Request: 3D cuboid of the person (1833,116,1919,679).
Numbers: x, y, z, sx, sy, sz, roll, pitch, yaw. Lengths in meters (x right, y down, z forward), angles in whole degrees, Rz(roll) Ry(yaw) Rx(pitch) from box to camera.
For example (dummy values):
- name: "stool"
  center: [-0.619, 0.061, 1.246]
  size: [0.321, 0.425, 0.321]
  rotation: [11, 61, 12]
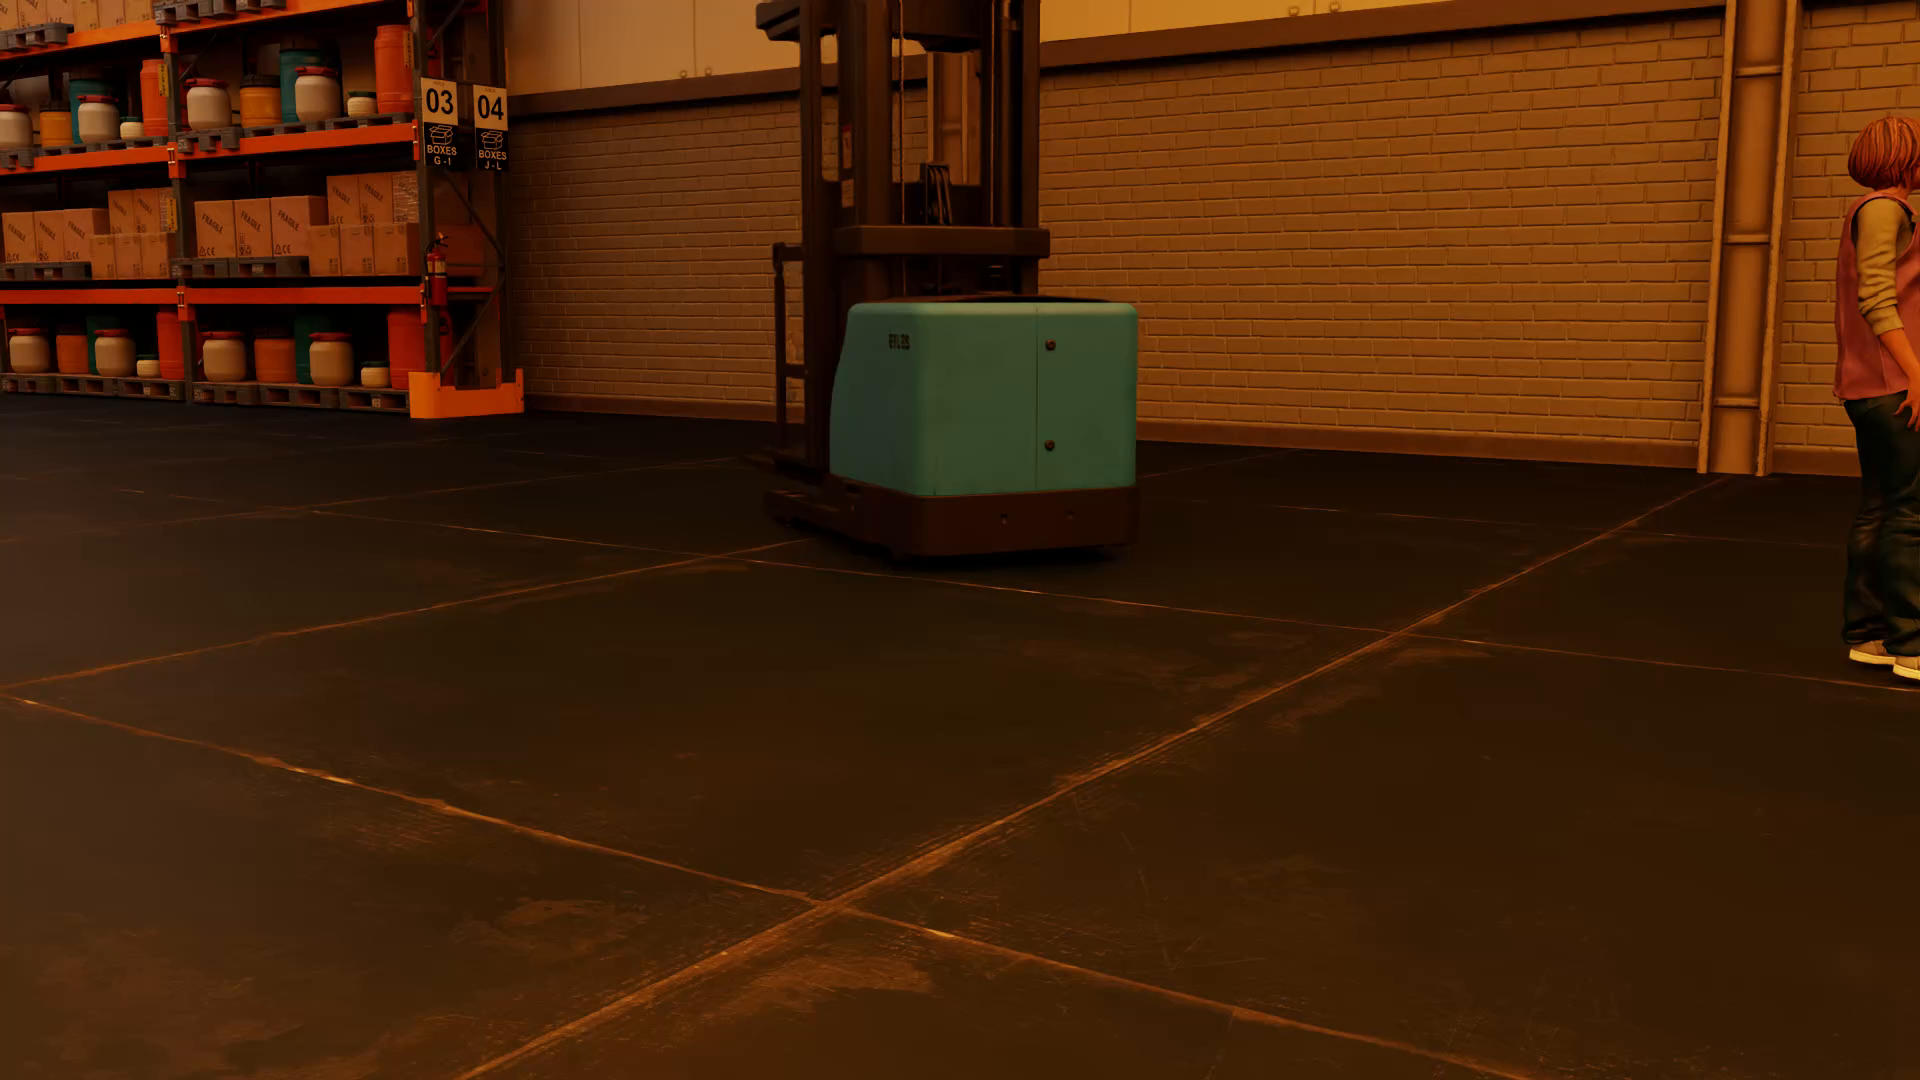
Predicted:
- name: "person"
  center: [2.763, -0.411, 4.785]
  size: [0.475, 1.592, 0.520]
  rotation: [4, 9, 24]

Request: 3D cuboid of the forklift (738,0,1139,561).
- name: "forklift"
  center: [-0.314, -1.533, 7.976]
  size: [1.130, 2.935, 3.031]
  rotation: [-4, 9, -24]
